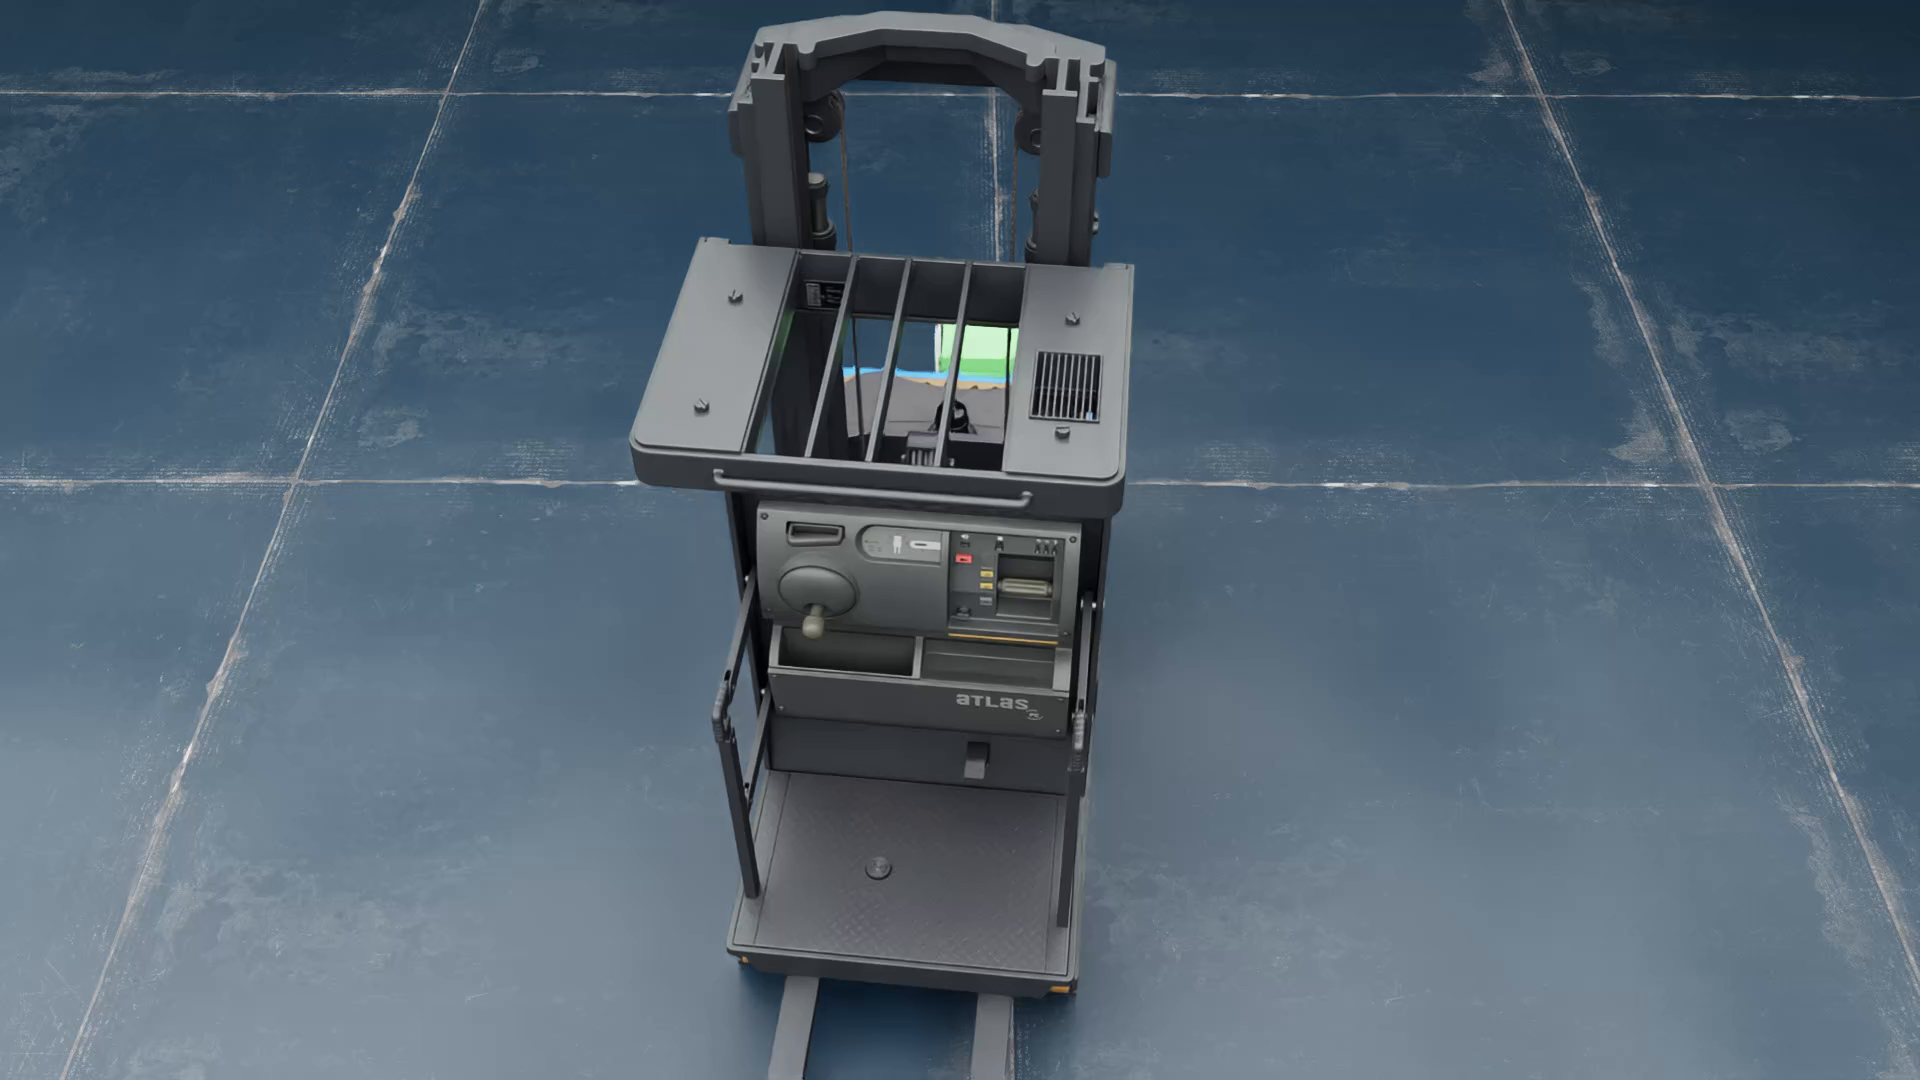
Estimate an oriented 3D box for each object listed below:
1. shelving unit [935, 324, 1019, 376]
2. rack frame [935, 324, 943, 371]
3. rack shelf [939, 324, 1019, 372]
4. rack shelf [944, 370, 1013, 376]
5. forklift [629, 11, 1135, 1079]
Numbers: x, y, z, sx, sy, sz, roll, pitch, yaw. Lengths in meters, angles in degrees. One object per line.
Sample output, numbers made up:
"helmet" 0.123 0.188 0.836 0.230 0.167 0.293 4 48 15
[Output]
"shelving unit" 0.168 -0.413 6.396 0.503 1.200 0.258 2 47 1
"rack frame" -0.076 -0.420 6.402 0.015 1.200 0.240 2 47 1
"rack shelf" 0.168 -0.697 6.091 0.480 0.148 0.258 2 47 1
"rack shelf" 0.168 -0.533 6.267 0.480 0.148 0.258 2 47 1
"forklift" -0.142 0.209 4.634 1.130 2.935 3.031 4 47 4
